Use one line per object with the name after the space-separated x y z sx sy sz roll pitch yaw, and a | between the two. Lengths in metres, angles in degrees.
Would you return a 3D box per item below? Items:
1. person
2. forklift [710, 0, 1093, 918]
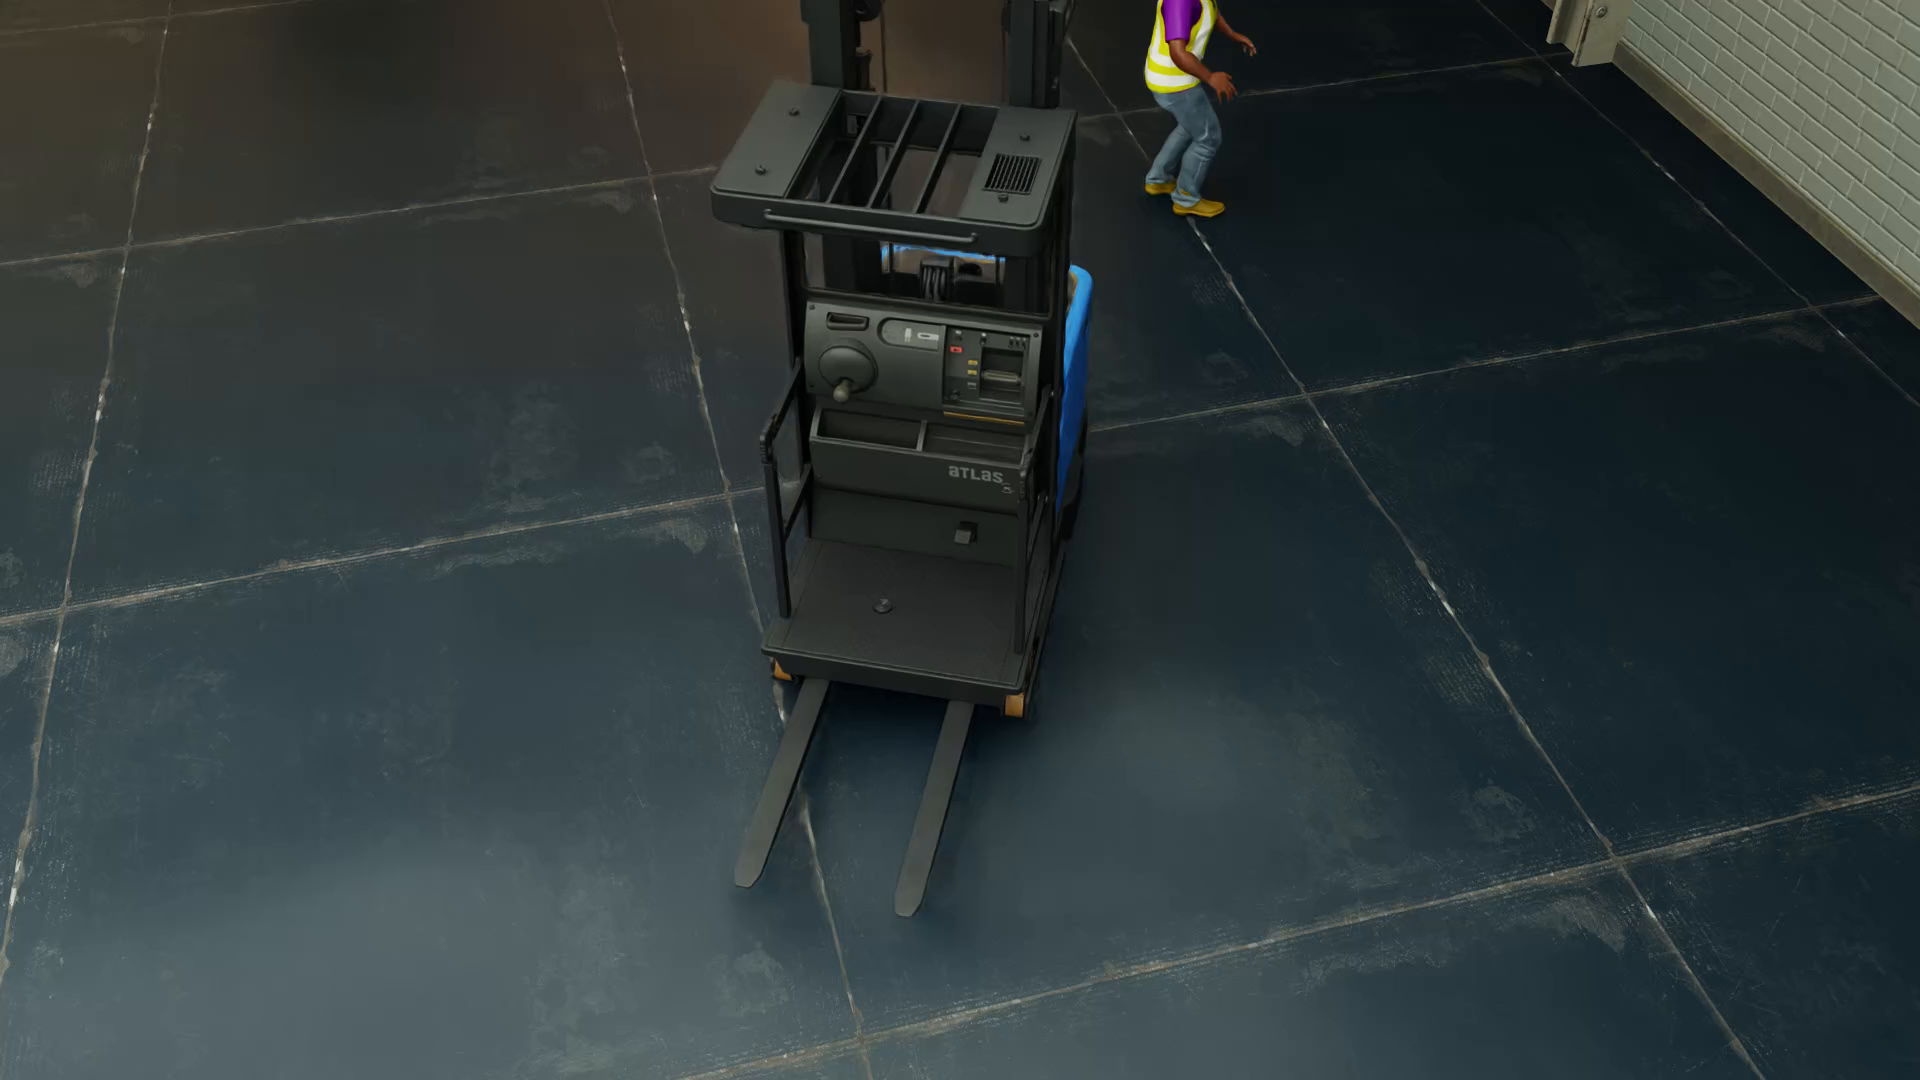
1.361 -2.606 9.331 0.645 1.716 0.821 3 43 3 | person
-0.189 -0.604 6.284 1.130 2.935 3.031 8 44 9 | forklift
